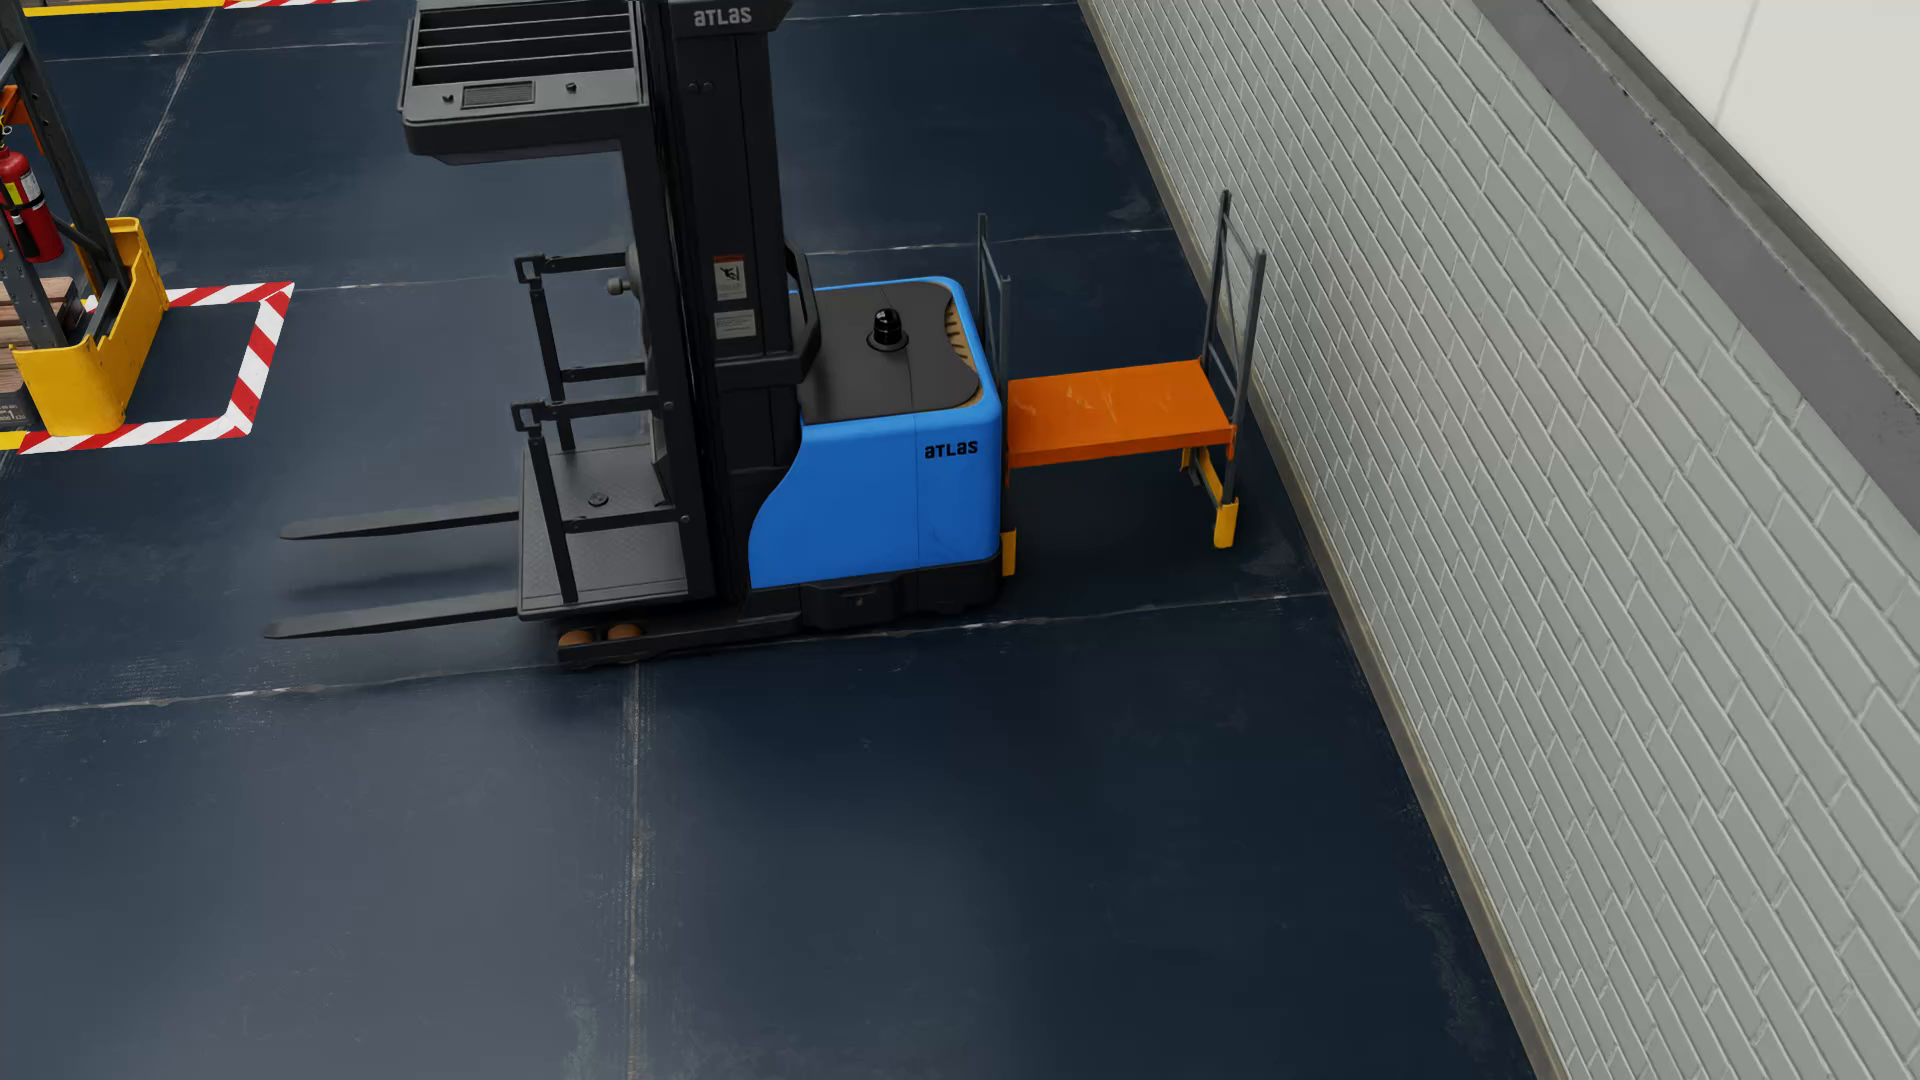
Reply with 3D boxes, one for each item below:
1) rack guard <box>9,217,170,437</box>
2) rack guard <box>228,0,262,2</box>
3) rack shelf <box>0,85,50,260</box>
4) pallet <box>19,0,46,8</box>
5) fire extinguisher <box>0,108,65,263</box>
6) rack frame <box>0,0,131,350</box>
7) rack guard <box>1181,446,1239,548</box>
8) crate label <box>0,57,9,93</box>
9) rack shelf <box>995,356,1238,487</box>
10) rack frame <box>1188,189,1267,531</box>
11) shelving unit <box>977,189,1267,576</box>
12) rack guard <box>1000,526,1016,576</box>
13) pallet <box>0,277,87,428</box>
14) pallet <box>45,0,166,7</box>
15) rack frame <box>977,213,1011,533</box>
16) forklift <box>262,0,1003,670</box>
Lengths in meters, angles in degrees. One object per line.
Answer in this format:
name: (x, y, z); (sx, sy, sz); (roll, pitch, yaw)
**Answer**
rack guard: (-4.311, -1.079, 8.288); (0.348, 0.500, 1.175); (-5, 42, -6)
rack guard: (-5.047, -4.352, 11.916); (0.348, 0.500, 1.175); (-5, 42, -6)
rack shelf: (-6.316, -1.556, 7.487); (4.000, 0.370, 1.077); (-5, 42, -6)
pallet: (-7.044, -4.071, 11.821); (1.213, 0.211, 1.003); (-5, 42, -6)
fire extinguisher: (-4.124, -1.540, 7.270); (0.183, 0.674, 0.296); (-5, 42, -6)
rack frame: (-4.333, -1.996, 7.439); (0.127, 3.000, 1.000); (-5, 42, -6)
rack guard: (1.131, -0.252, 7.558); (0.087, 0.250, 0.587); (-7, 43, -8)
crate label: (-4.620, -2.154, 7.693); (0.303, 0.233, 0.416); (-5, 42, -6)
rack shelf: (0.632, -0.520, 7.191); (1.000, 0.185, 0.538); (-7, 43, -8)
rack frame: (1.132, -0.716, 7.139); (0.032, 1.500, 0.500); (-7, 43, -8)
shelving unit: (0.641, -0.655, 7.071); (1.083, 1.500, 0.587); (-7, 43, -8)
rack guard: (0.152, -0.130, 7.422); (0.087, 0.250, 0.587); (-7, 43, -8)
pallet: (-5.156, -0.915, 8.322); (1.213, 0.211, 1.003); (-5, 42, -6)
pallet: (-5.837, -4.174, 11.936); (1.213, 0.211, 1.003); (-5, 42, -6)
rack frame: (0.133, -0.591, 7.001); (0.032, 1.500, 0.500); (-7, 43, -8)
forklift: (-1.388, -0.939, 6.317); (3.031, 2.935, 1.130); (-7, 43, -8)
